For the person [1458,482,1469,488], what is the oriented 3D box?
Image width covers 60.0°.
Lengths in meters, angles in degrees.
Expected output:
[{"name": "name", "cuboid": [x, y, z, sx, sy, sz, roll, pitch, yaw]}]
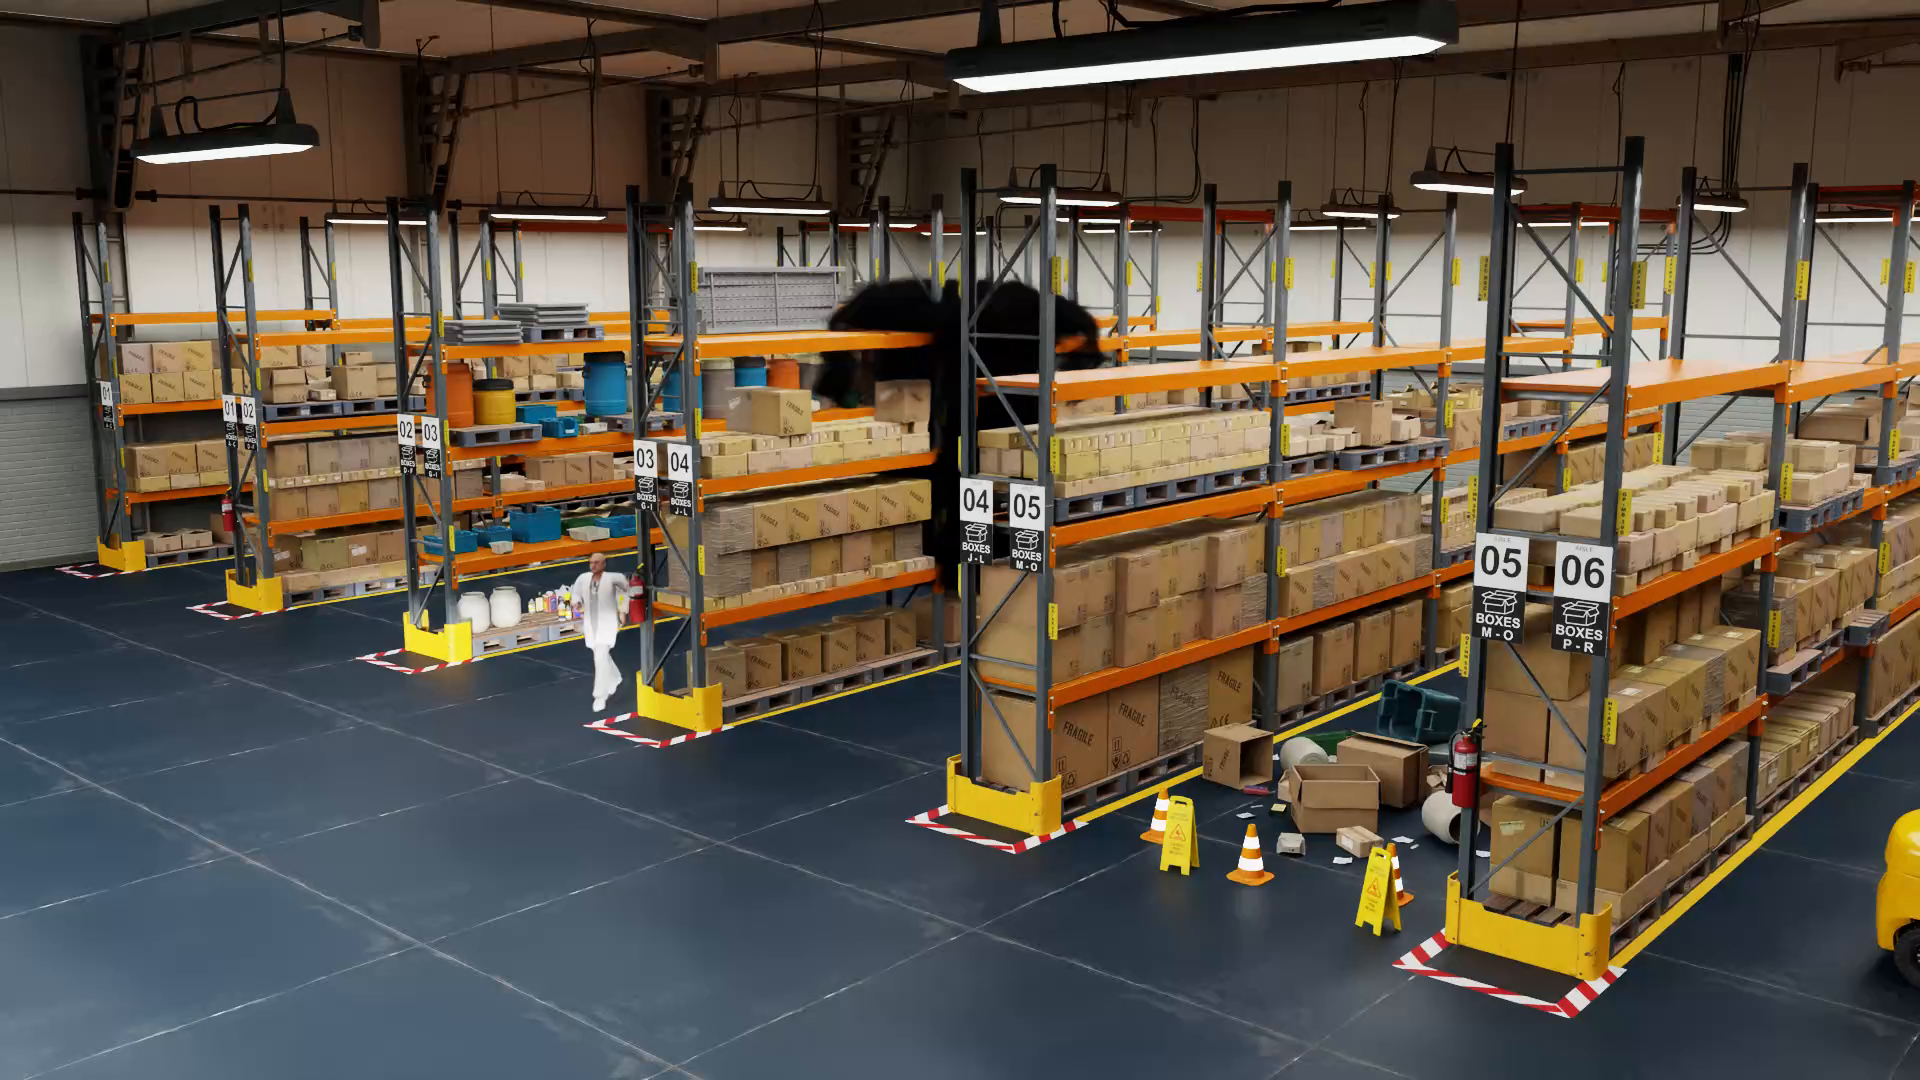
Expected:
[{"name": "person", "cuboid": [8.070, -0.079, 26.726, 0.667, 1.715, 0.550, -9, 13, -43]}]

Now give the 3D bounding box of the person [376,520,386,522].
[{"name": "person", "cuboid": [-10.300, -0.554, 29.574, 0.569, 1.704, 0.788, 3, 10, 16]}]

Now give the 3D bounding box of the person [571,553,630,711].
[{"name": "person", "cuboid": [-4.246, 1.146, 19.705, 0.688, 1.642, 0.873, 3, 10, 18]}]
